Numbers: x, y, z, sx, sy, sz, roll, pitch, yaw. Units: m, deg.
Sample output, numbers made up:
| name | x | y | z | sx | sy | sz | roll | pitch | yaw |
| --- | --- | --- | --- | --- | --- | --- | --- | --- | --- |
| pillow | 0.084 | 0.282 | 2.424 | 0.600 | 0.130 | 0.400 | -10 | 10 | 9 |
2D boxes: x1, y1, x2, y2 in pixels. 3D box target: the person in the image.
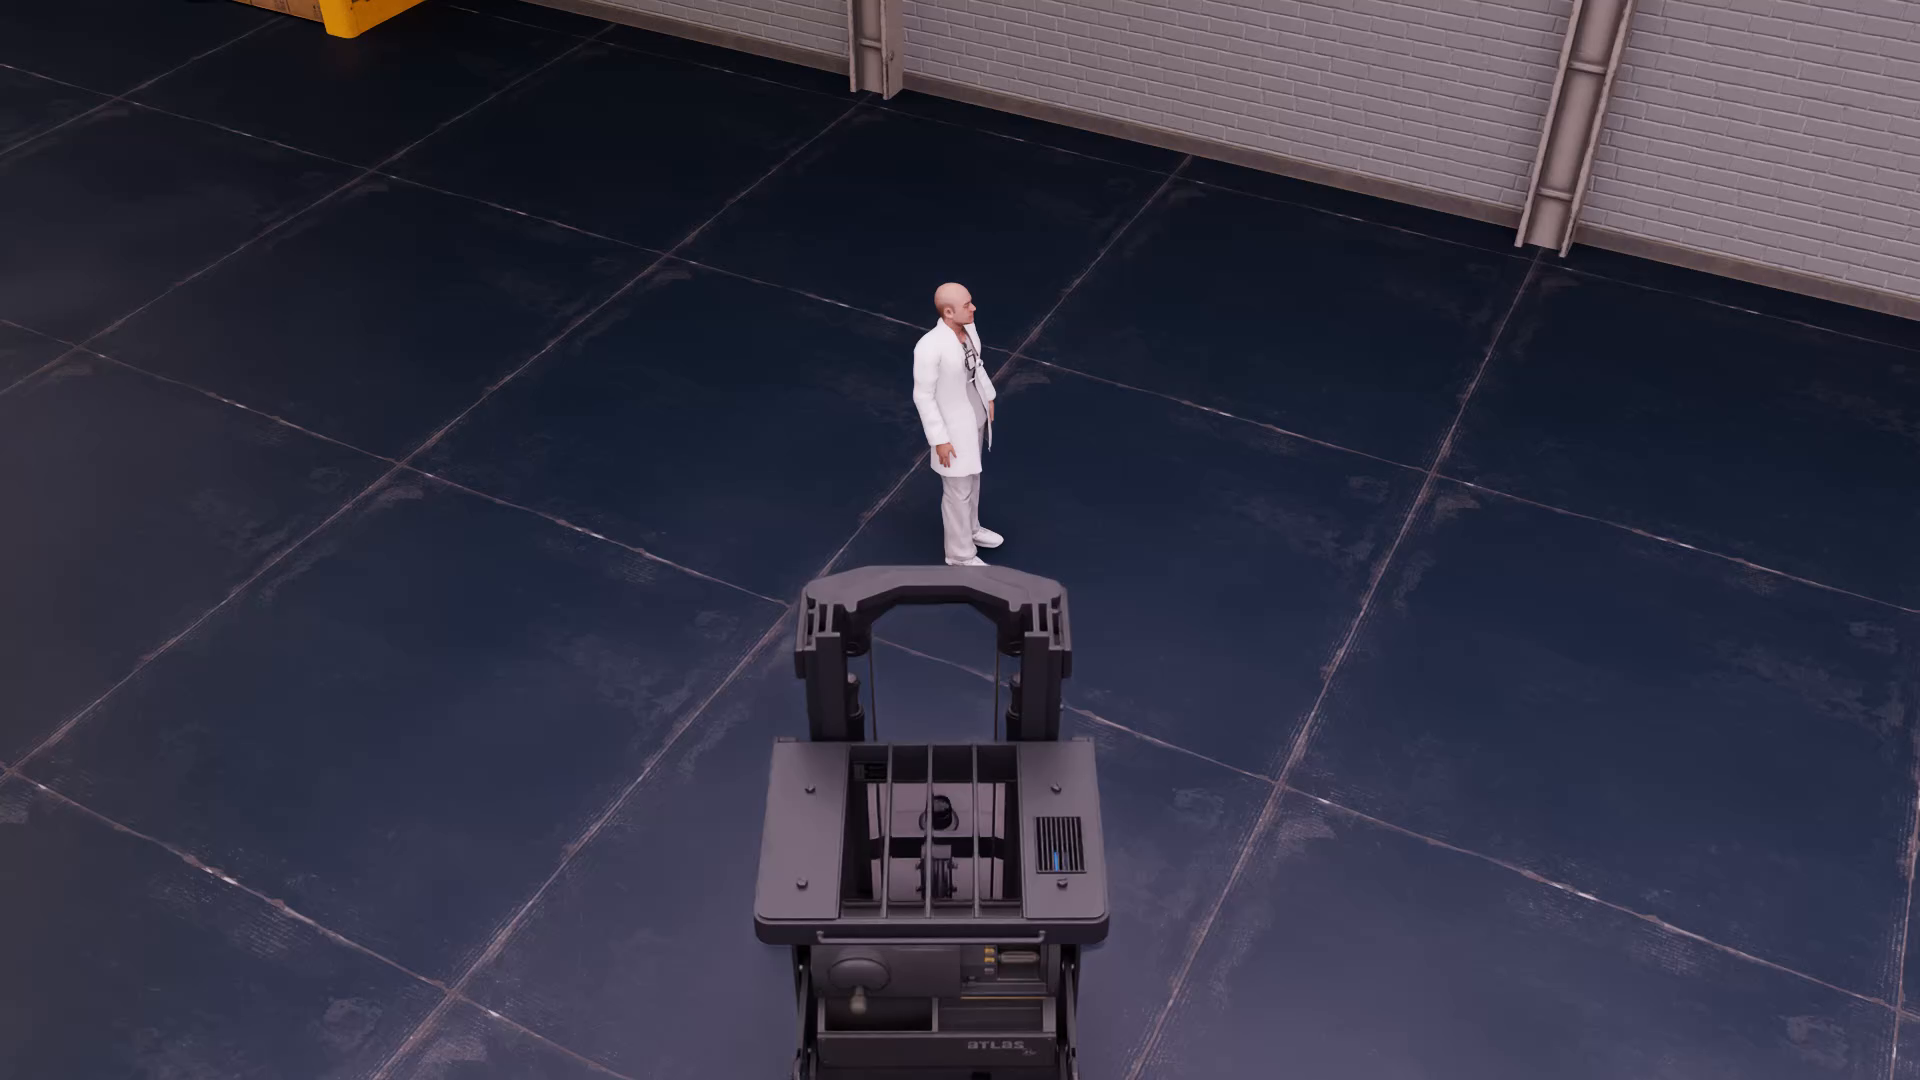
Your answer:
| name | x | y | z | sx | sy | sz | roll | pitch | yaw |
| --- | --- | --- | --- | --- | --- | --- | --- | --- | --- |
| person | 0.078 | -0.656 | 9.649 | 0.581 | 1.776 | 0.696 | 18 | 43 | 21 |

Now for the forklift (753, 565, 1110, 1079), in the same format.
| name | x | y | z | sx | sy | sz | roll | pitch | yaw |
| --- | --- | --- | --- | --- | --- | --- | --- | --- | --- |
| forklift | -0.088 | 1.645 | 6.034 | 1.130 | 2.935 | 3.031 | 0 | 40 | 0 |
